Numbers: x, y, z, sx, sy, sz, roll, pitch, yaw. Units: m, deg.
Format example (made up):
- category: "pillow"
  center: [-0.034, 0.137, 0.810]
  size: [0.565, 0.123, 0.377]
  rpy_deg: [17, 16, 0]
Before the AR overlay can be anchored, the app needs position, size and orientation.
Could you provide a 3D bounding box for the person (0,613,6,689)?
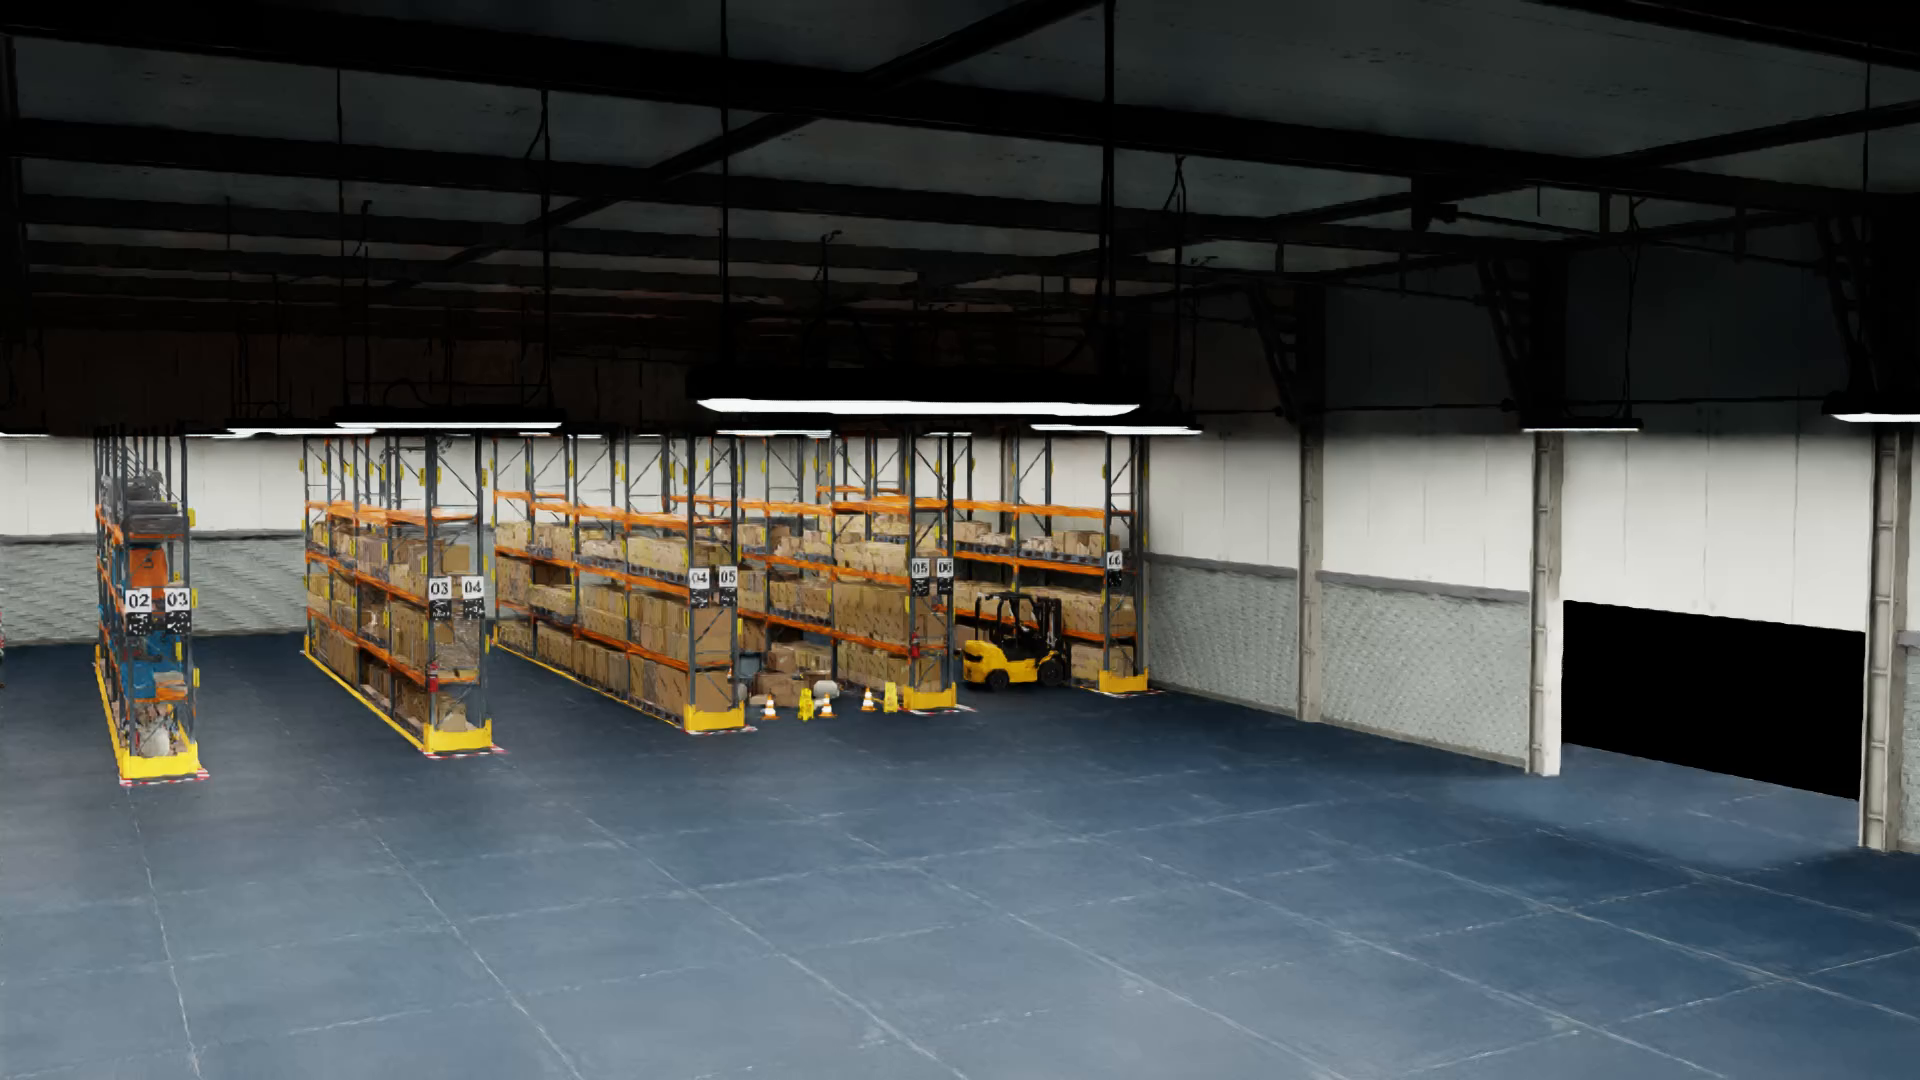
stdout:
- category: "person"
  center: [-22.082, 2.497, 38.145]
  size: [0.659, 1.792, 0.398]
  rpy_deg: [3, 5, 43]
